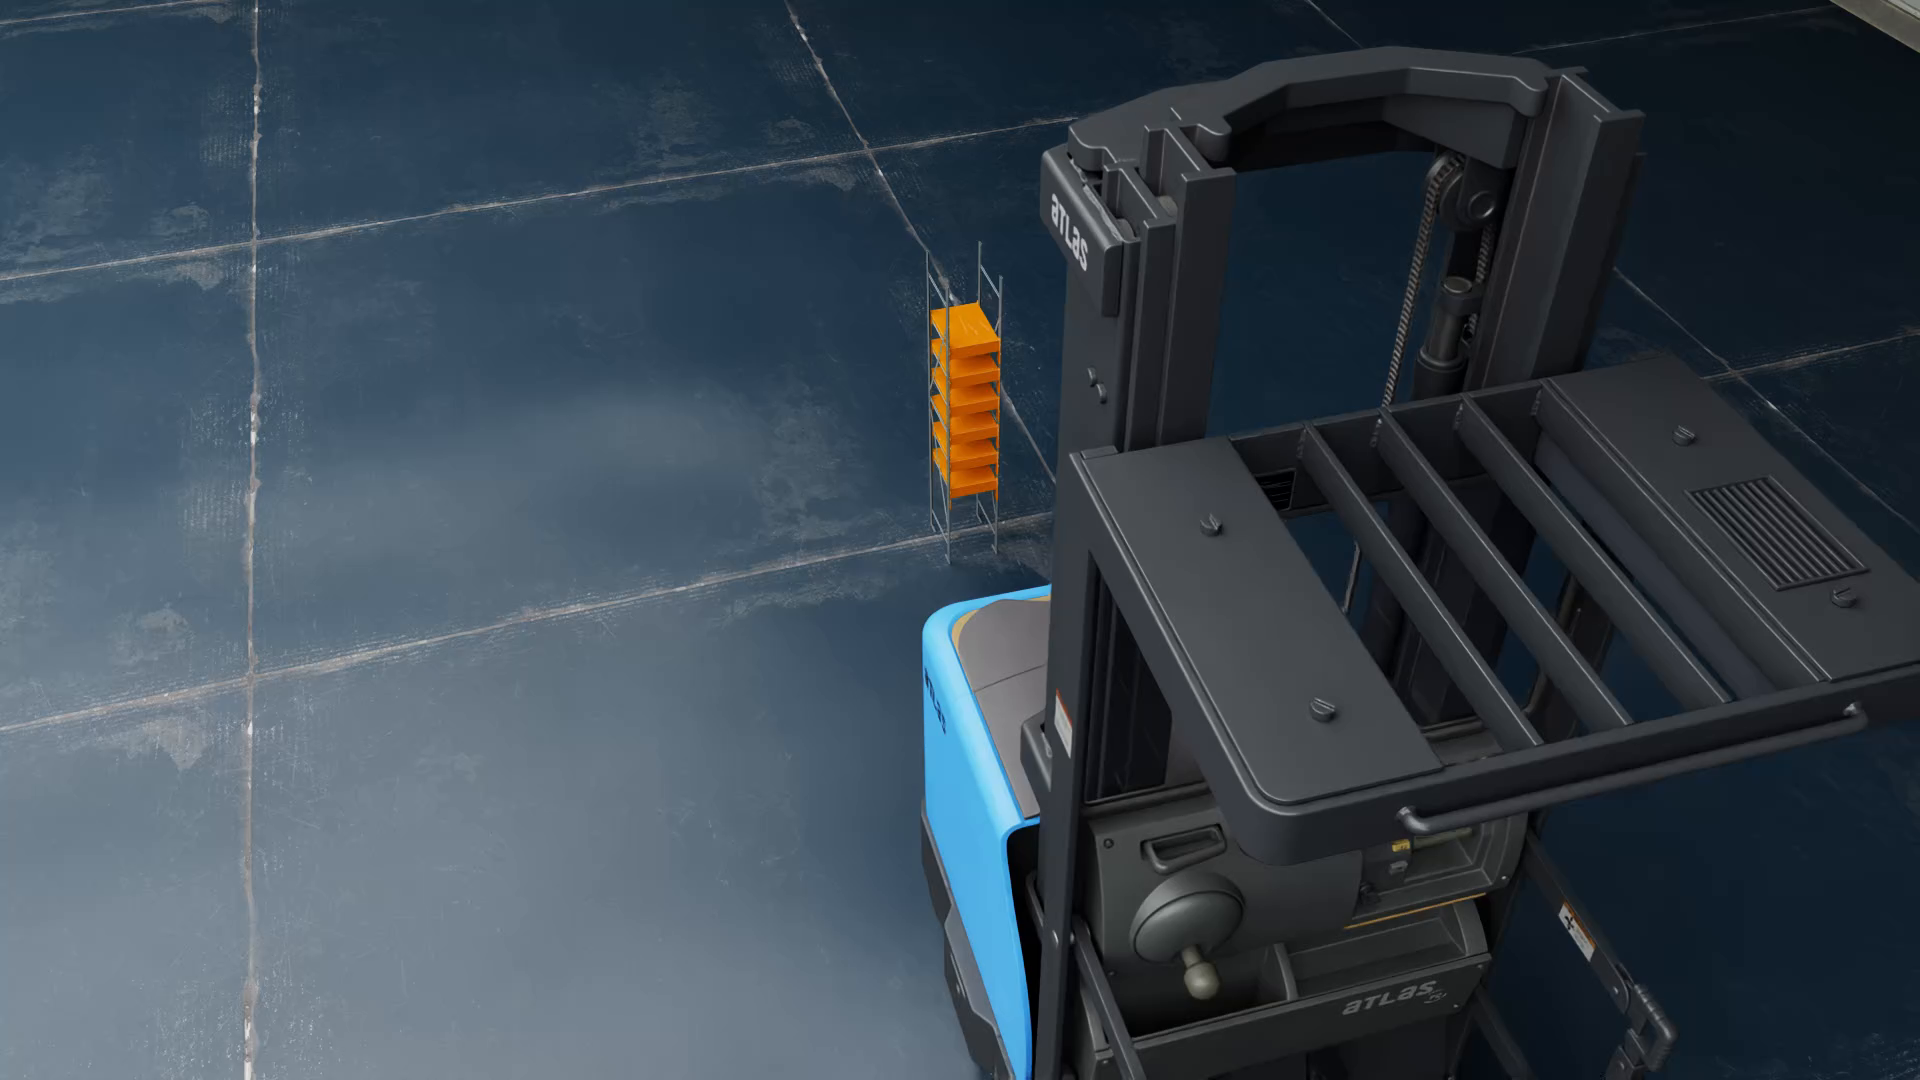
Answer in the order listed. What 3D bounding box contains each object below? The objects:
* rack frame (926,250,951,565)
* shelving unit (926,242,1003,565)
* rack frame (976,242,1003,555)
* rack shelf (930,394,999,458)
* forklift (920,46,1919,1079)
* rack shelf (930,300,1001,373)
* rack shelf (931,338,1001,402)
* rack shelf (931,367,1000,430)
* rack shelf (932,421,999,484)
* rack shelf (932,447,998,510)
[{"bbox_3d":[-0.073,-0.437,5.838,0.006,1.200,0.240,-12,42,-13],"label":"rack frame"},{"bbox_3d":[0.014,-0.455,5.859,0.189,1.200,0.258,-12,42,-13],"label":"shelving unit"},{"bbox_3d":[0.101,-0.473,5.879,0.006,1.200,0.240,-12,42,-13],"label":"rack frame"},{"bbox_3d":[0.014,-0.421,5.888,0.180,0.103,0.258,-12,42,-13],"label":"rack shelf"},{"bbox_3d":[0.775,0.733,3.183,1.130,2.935,3.031,-11,42,-12],"label":"forklift"},{"bbox_3d":[0.014,-0.692,5.651,0.180,0.103,0.258,-12,42,-13],"label":"rack shelf"},{"bbox_3d":[0.014,-0.602,5.730,0.180,0.103,0.258,-12,42,-13],"label":"rack shelf"},{"bbox_3d":[0.014,-0.512,5.809,0.180,0.103,0.258,-12,42,-13],"label":"rack shelf"},{"bbox_3d":[0.014,-0.331,5.967,0.180,0.103,0.258,-12,42,-13],"label":"rack shelf"},{"bbox_3d":[0.014,-0.241,6.046,0.180,0.103,0.258,-12,42,-13],"label":"rack shelf"}]
